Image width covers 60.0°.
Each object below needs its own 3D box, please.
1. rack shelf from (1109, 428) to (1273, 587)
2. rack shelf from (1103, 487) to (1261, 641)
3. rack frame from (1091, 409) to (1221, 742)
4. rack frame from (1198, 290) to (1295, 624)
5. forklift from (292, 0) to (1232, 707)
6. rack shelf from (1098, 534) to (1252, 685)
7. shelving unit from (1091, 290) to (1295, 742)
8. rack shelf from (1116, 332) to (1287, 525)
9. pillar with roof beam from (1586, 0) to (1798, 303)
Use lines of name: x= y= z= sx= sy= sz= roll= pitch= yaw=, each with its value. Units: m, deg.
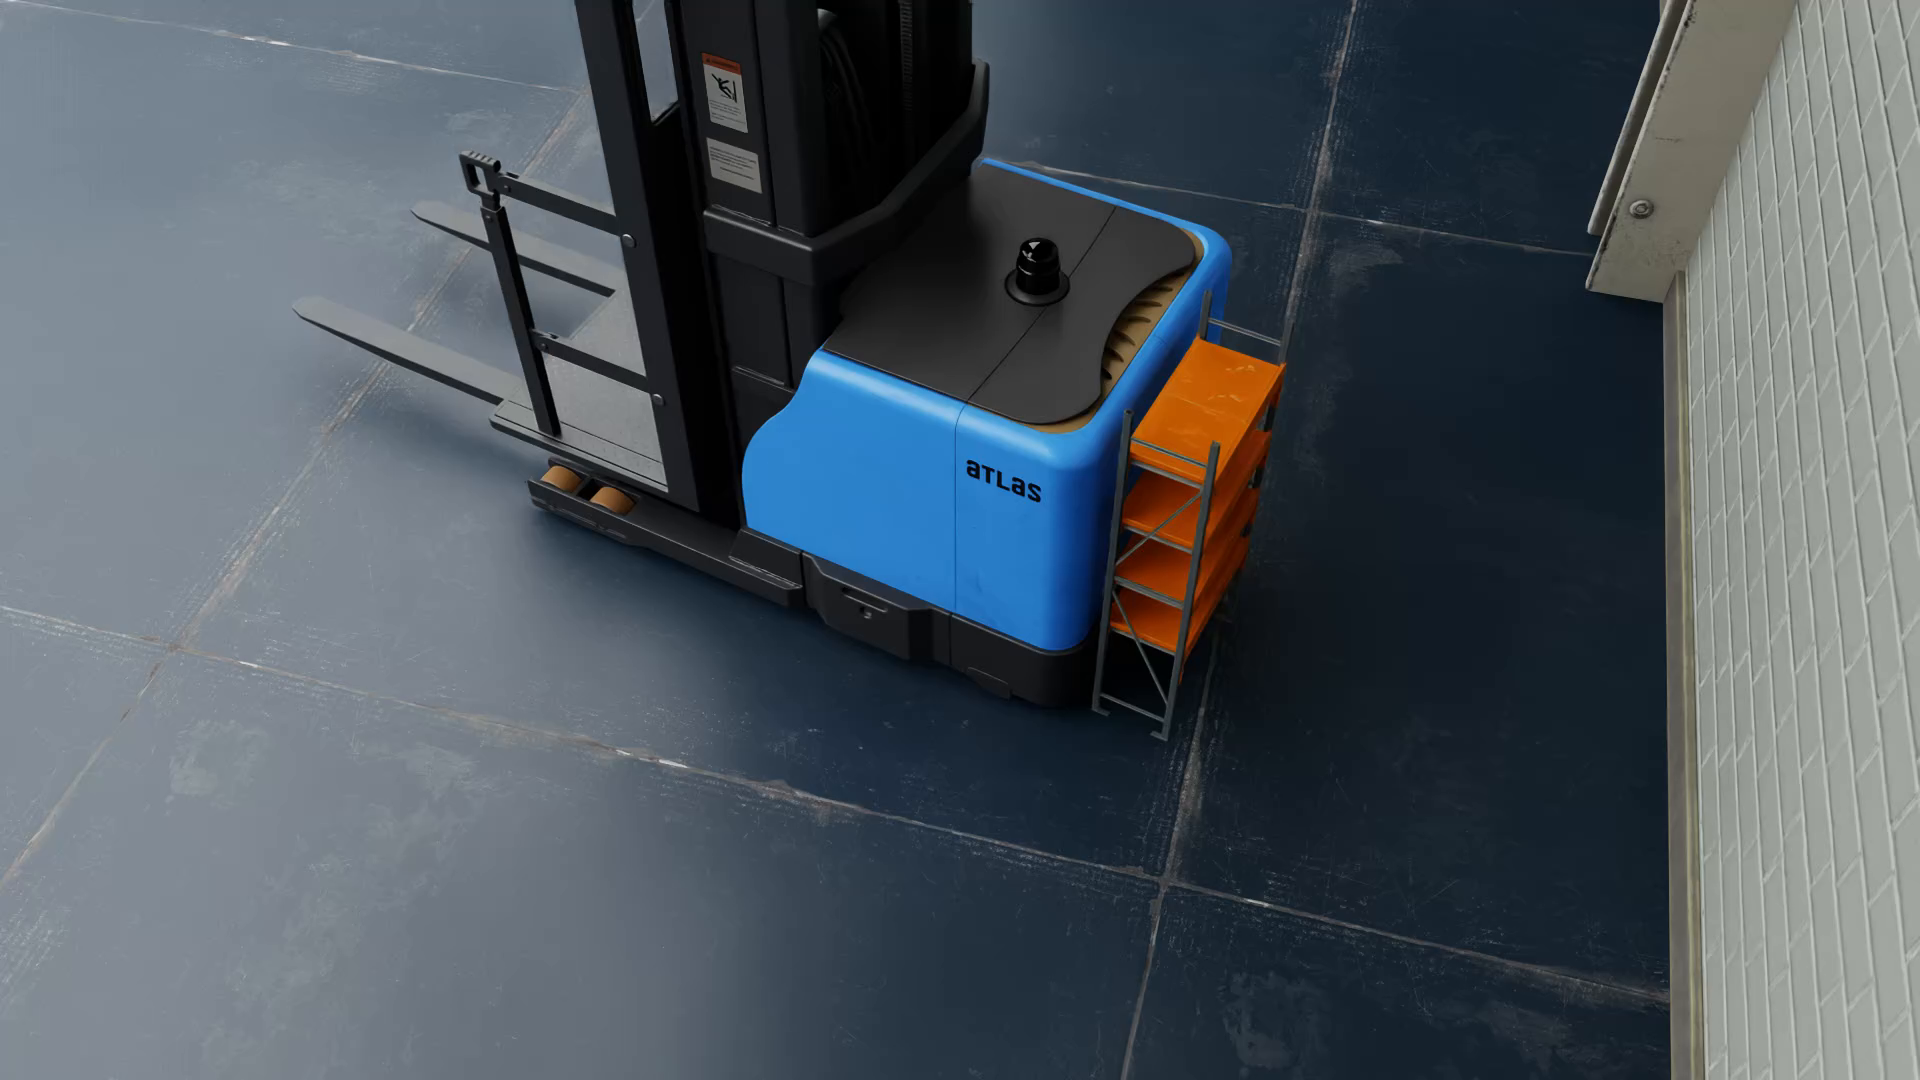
rack shelf: x=0.608 y=-0.131 z=4.356 sx=0.258 sy=0.148 sz=0.480 roll=22 pitch=52 yaw=18
rack shelf: x=0.606 y=0.017 z=4.524 sx=0.258 sy=0.148 sz=0.480 roll=22 pitch=52 yaw=18
rack frame: x=0.492 y=0.134 z=4.331 sx=0.240 sy=1.200 sz=0.015 roll=22 pitch=52 yaw=18
rack frame: x=0.721 y=-0.189 z=4.616 sx=0.240 sy=1.200 sz=0.015 roll=22 pitch=52 yaw=18
forklift: x=-0.782 y=-1.300 z=4.443 sx=3.031 sy=2.935 sz=1.130 roll=22 pitch=52 yaw=18
rack shelf: x=0.605 y=0.148 z=4.673 sx=0.258 sy=0.148 sz=0.480 roll=22 pitch=52 yaw=18
shelving unit: x=0.607 y=-0.028 z=4.473 sx=0.258 sy=1.200 sz=0.503 roll=22 pitch=52 yaw=18
rack shelf: x=0.609 y=-0.287 z=4.178 sx=0.258 sy=0.148 sz=0.480 roll=22 pitch=52 yaw=18
pillar with roof beam: x=-1.674 y=-4.851 z=3.529 sx=9.100 sy=9.000 sz=0.400 roll=12 pitch=50 yaw=10
